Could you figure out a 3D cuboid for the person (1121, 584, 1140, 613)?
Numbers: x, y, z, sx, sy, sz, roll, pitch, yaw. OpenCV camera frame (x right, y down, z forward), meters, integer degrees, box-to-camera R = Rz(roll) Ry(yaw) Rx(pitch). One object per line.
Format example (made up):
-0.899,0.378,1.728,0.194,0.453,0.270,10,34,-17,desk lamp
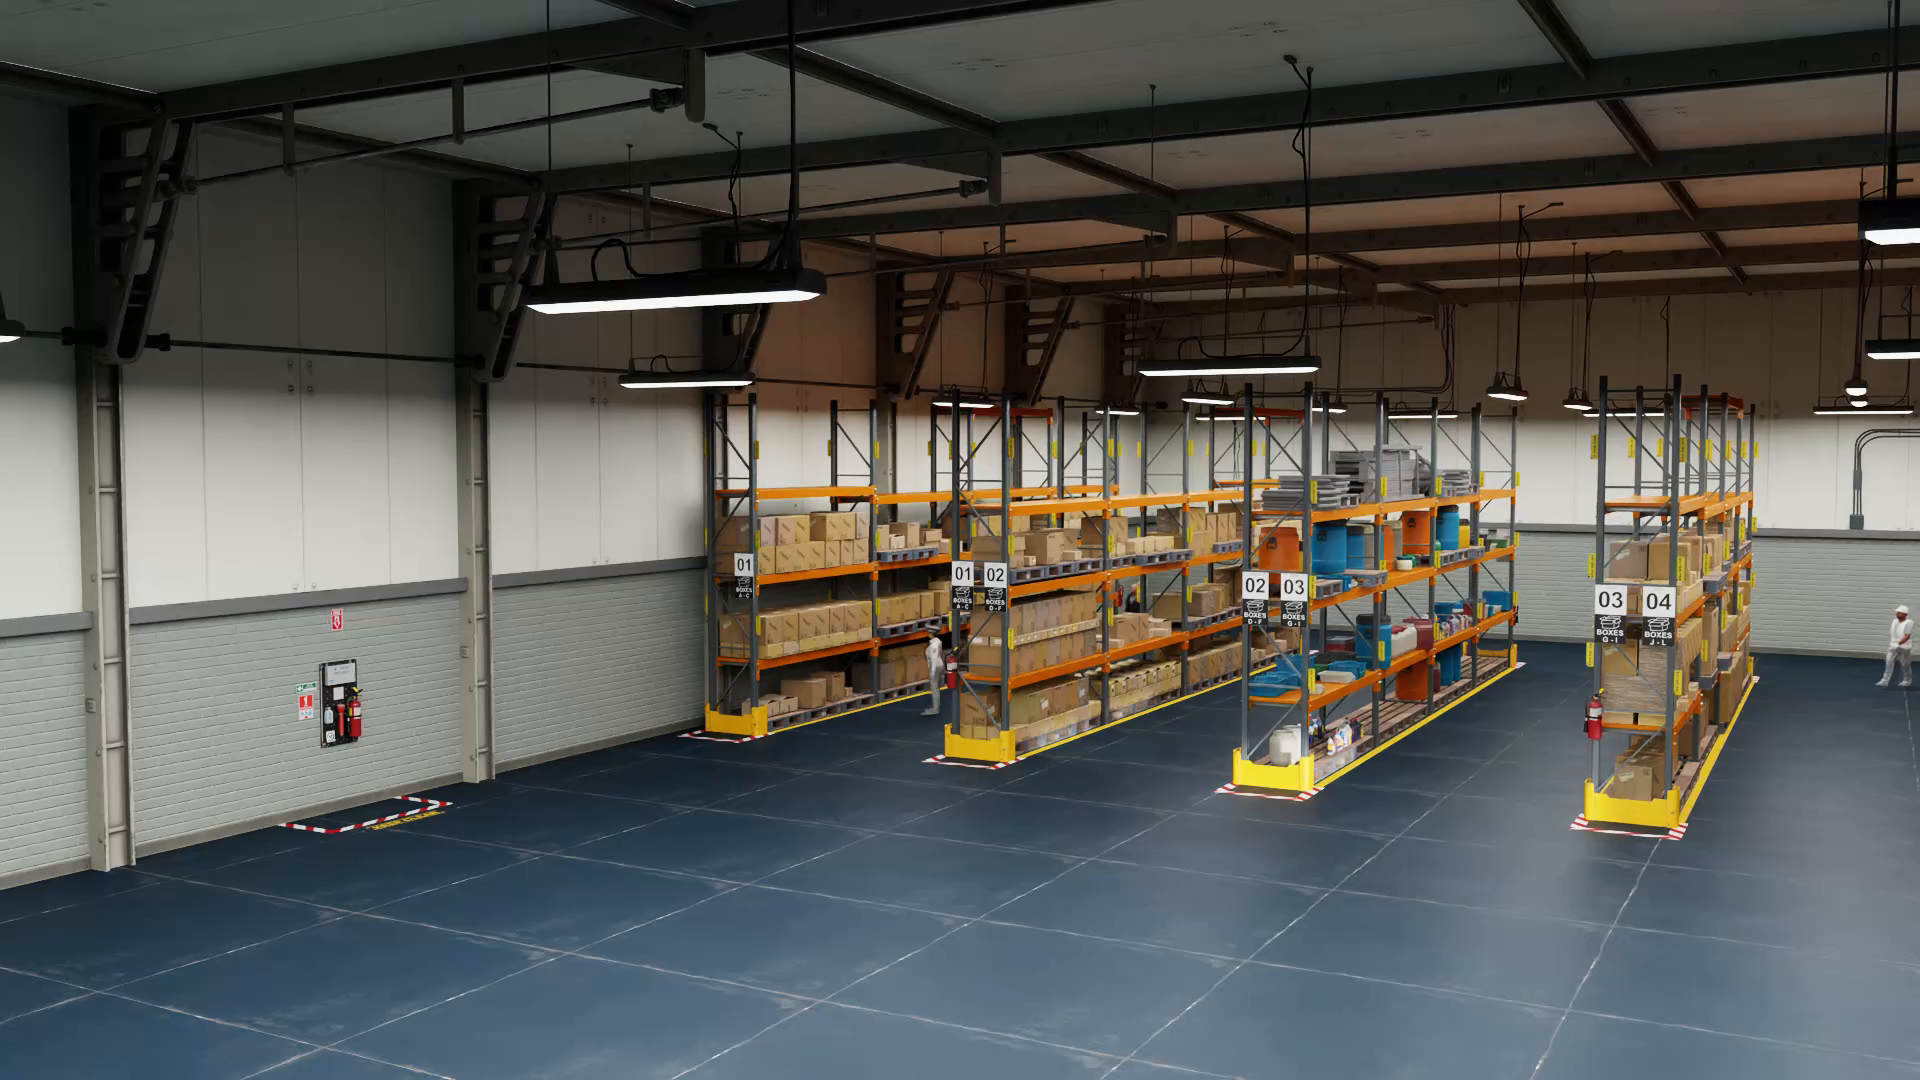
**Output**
4.289,1.939,41.221,0.611,1.678,1.032,1,3,24,person

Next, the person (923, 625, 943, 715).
-0.520,2.456,31.506,0.402,1.678,0.535,0,3,5,person

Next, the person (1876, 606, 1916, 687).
19.598,2.233,34.733,1.051,1.723,0.573,-2,4,-31,person
